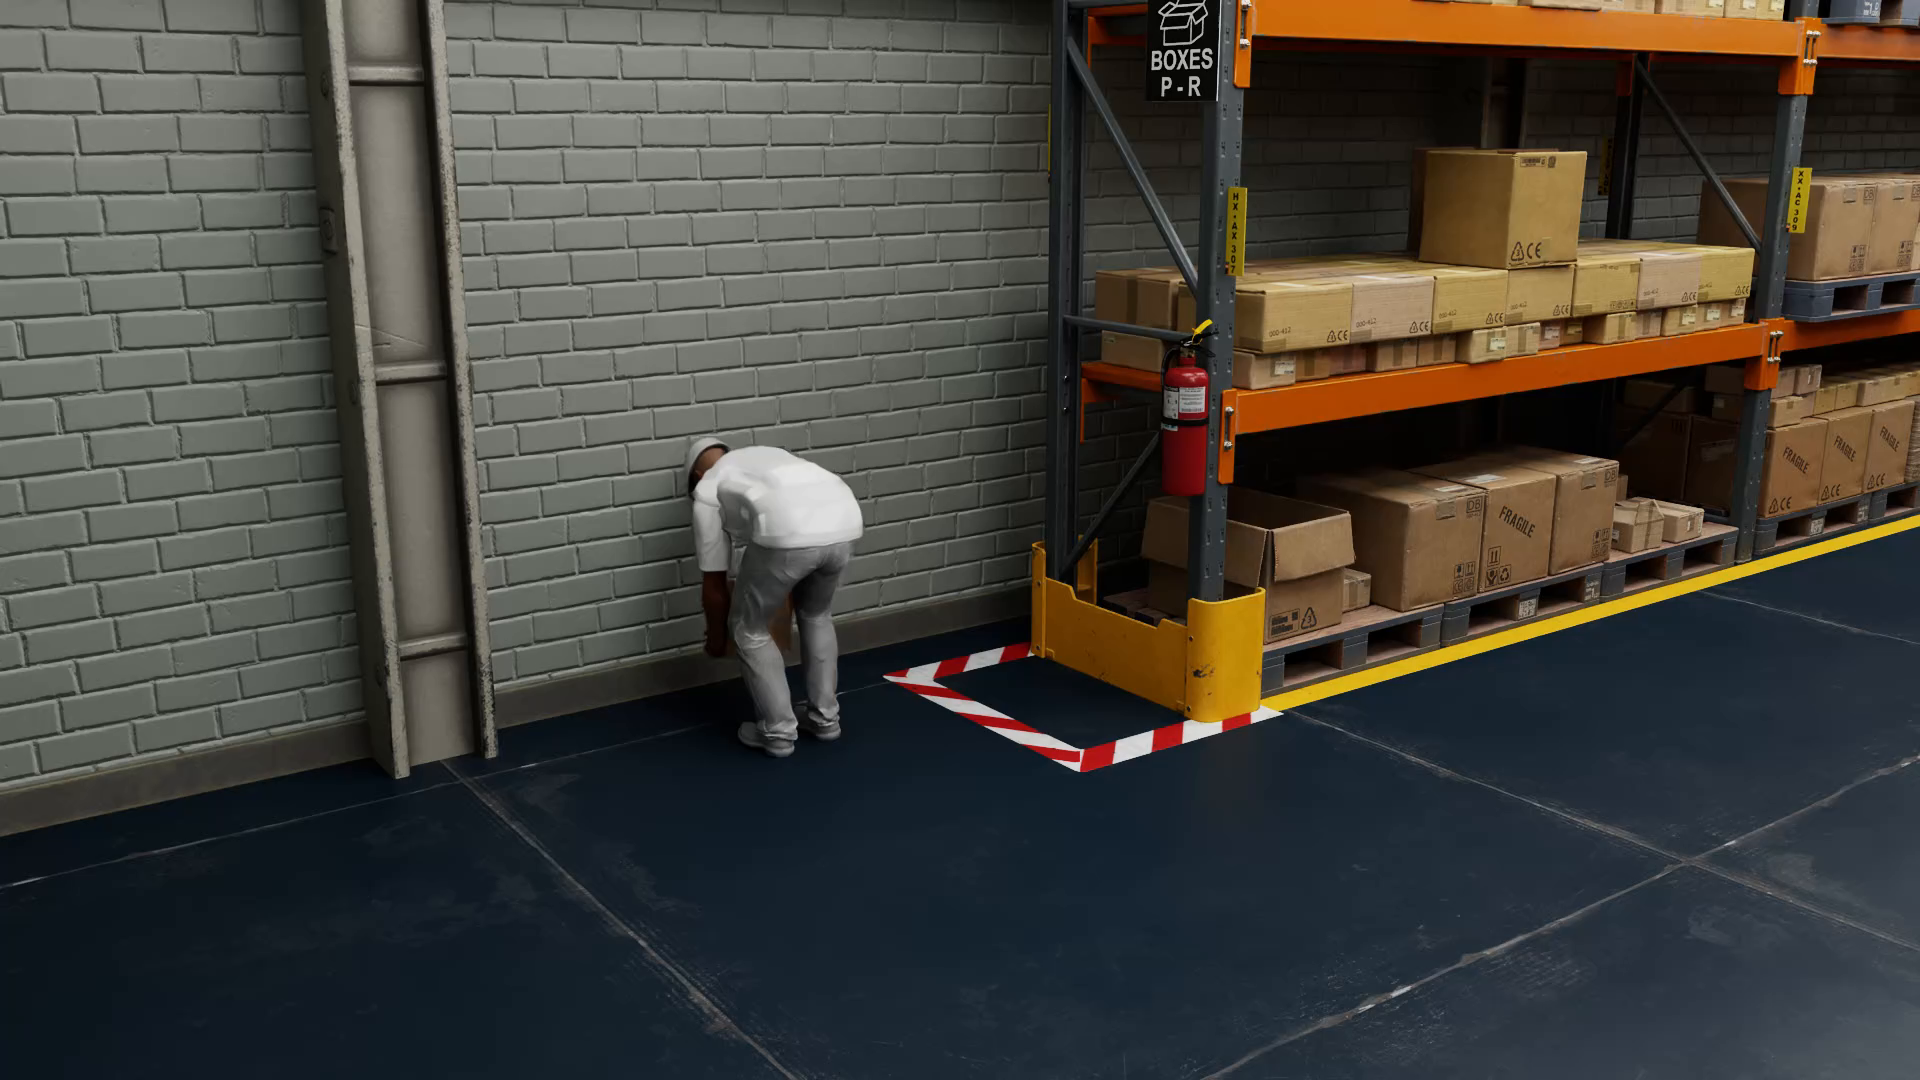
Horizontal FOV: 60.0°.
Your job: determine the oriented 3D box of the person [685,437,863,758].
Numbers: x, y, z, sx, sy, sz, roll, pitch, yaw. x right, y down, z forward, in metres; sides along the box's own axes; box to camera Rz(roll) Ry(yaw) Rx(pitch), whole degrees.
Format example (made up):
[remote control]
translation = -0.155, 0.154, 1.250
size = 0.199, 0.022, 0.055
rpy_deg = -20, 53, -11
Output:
[person]
translation = -0.779, 0.194, 6.502
size = 0.475, 1.117, 0.979
rpy_deg = -11, 18, -37
